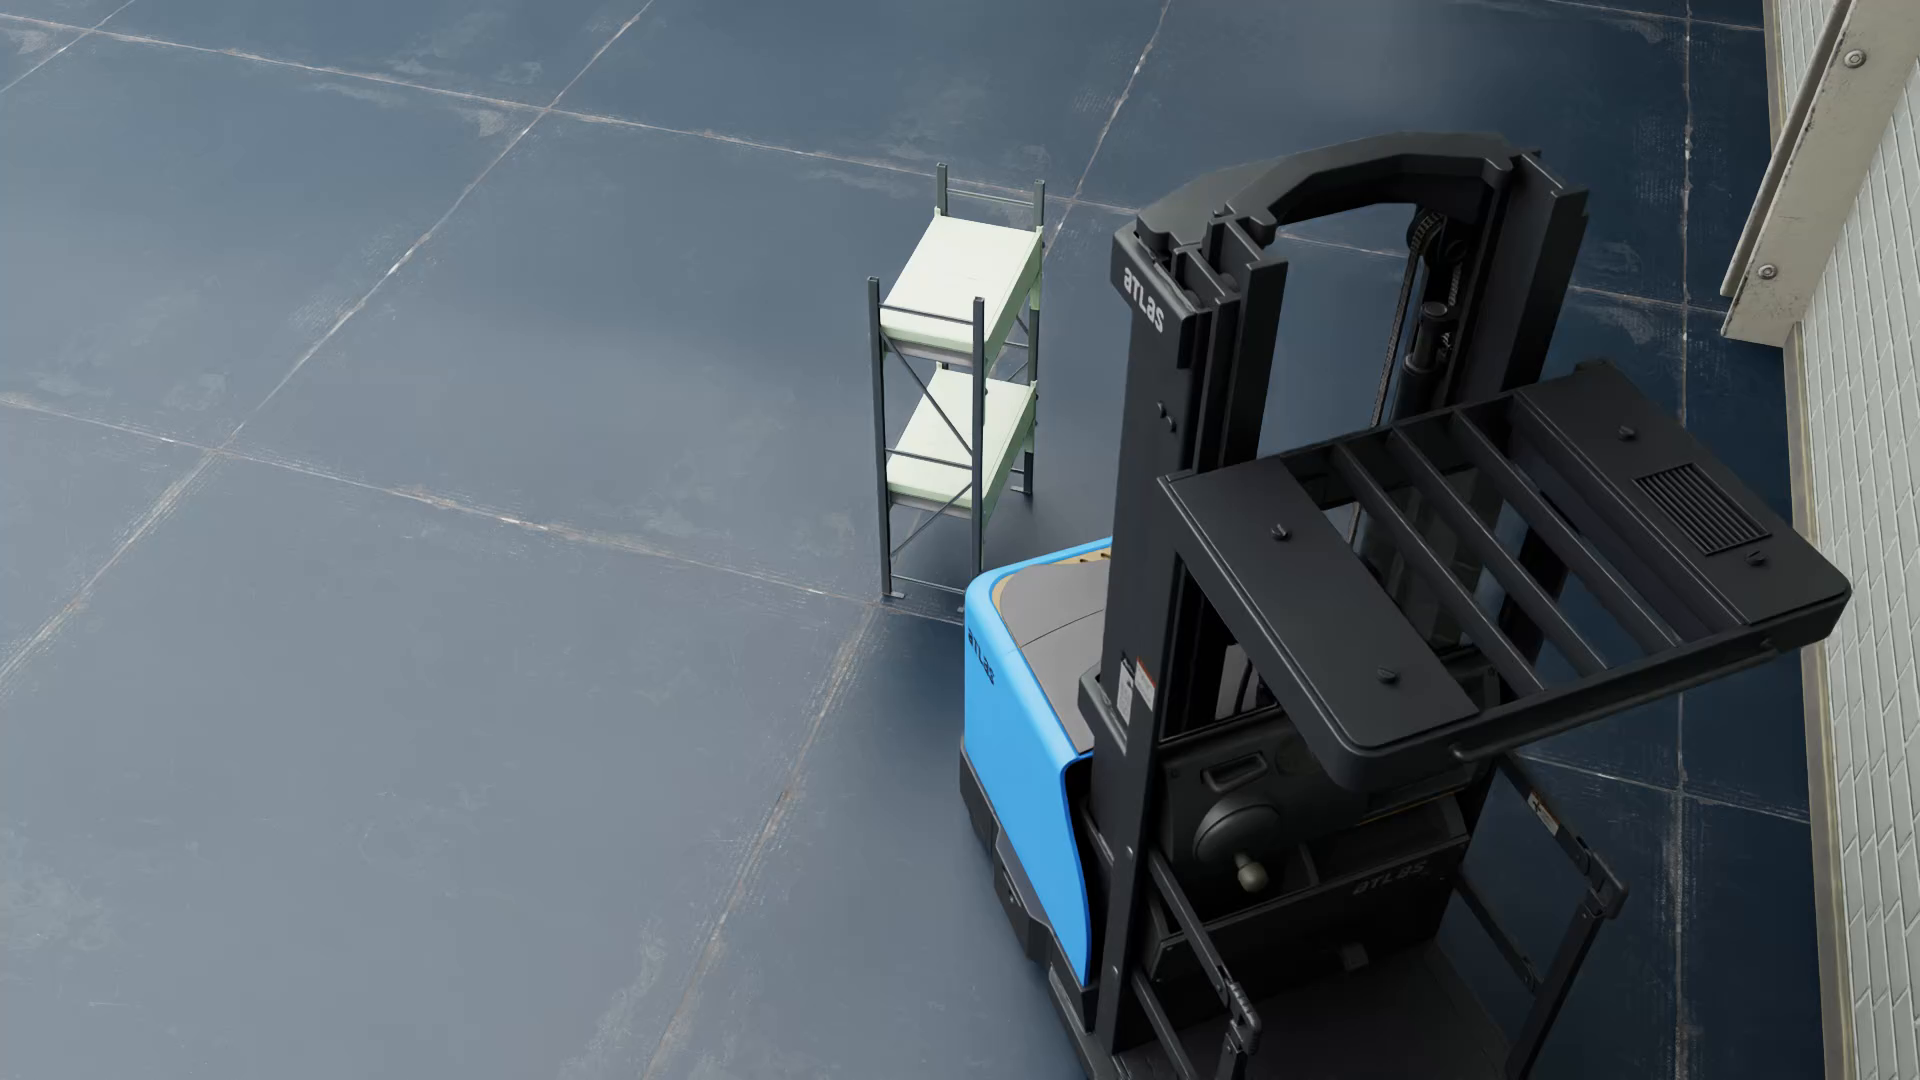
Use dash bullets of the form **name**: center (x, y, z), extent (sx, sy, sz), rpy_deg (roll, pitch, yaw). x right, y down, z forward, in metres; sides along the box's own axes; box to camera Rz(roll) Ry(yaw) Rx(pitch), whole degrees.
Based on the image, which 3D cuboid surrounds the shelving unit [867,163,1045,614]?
- **shelving unit**: center (-0.002, -0.532, 6.221), extent (0.431, 1.500, 0.755), rpy_deg (13, 46, 12)

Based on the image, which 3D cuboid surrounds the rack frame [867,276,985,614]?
- **rack frame**: center (-0.113, -0.288, 5.972), extent (0.400, 1.500, 0.023), rpy_deg (13, 46, 12)

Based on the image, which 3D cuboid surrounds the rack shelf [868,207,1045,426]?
- **rack shelf**: center (-0.002, -0.811, 5.948), extent (0.431, 0.370, 0.720), rpy_deg (13, 46, 12)

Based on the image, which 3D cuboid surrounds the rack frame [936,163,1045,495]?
- **rack frame**: center (0.109, -0.776, 6.470), extent (0.400, 1.500, 0.023), rpy_deg (13, 46, 12)

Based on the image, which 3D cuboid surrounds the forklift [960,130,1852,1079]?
- **forklift**: center (1.007, 0.671, 3.969), extent (1.130, 2.935, 3.031), rpy_deg (-15, 46, -15)

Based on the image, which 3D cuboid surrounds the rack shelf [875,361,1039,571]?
- **rack shelf**: center (-0.002, -0.299, 6.449), extent (0.431, 0.370, 0.720), rpy_deg (13, 46, 12)

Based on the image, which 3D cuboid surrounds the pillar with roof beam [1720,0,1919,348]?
- **pillar with roof beam**: center (-0.365, -5.172, 5.601), extent (9.100, 9.000, 0.400), rpy_deg (13, 46, 13)
